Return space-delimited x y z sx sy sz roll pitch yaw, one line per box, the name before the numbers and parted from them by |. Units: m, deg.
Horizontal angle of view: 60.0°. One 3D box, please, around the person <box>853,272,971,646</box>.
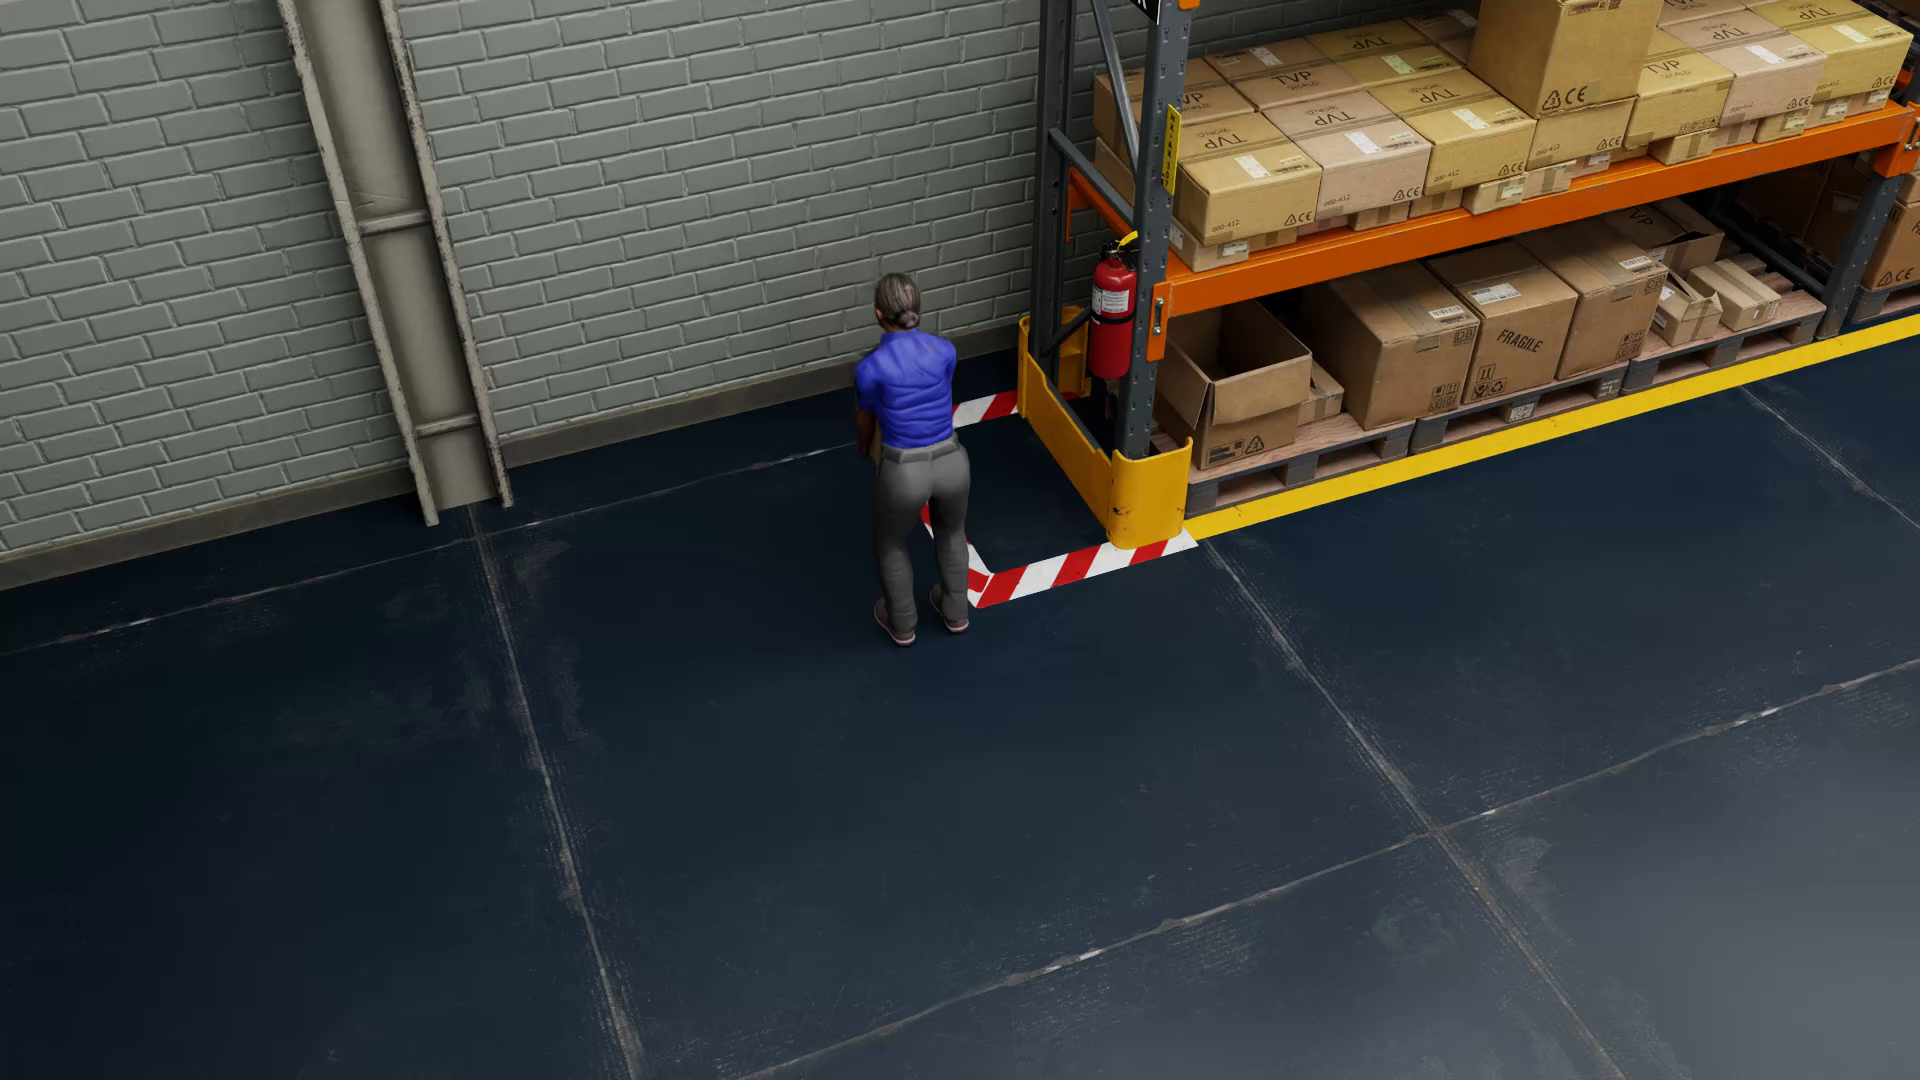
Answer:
person | -0.199 -0.314 6.547 0.411 1.621 0.551 -15 44 -16
